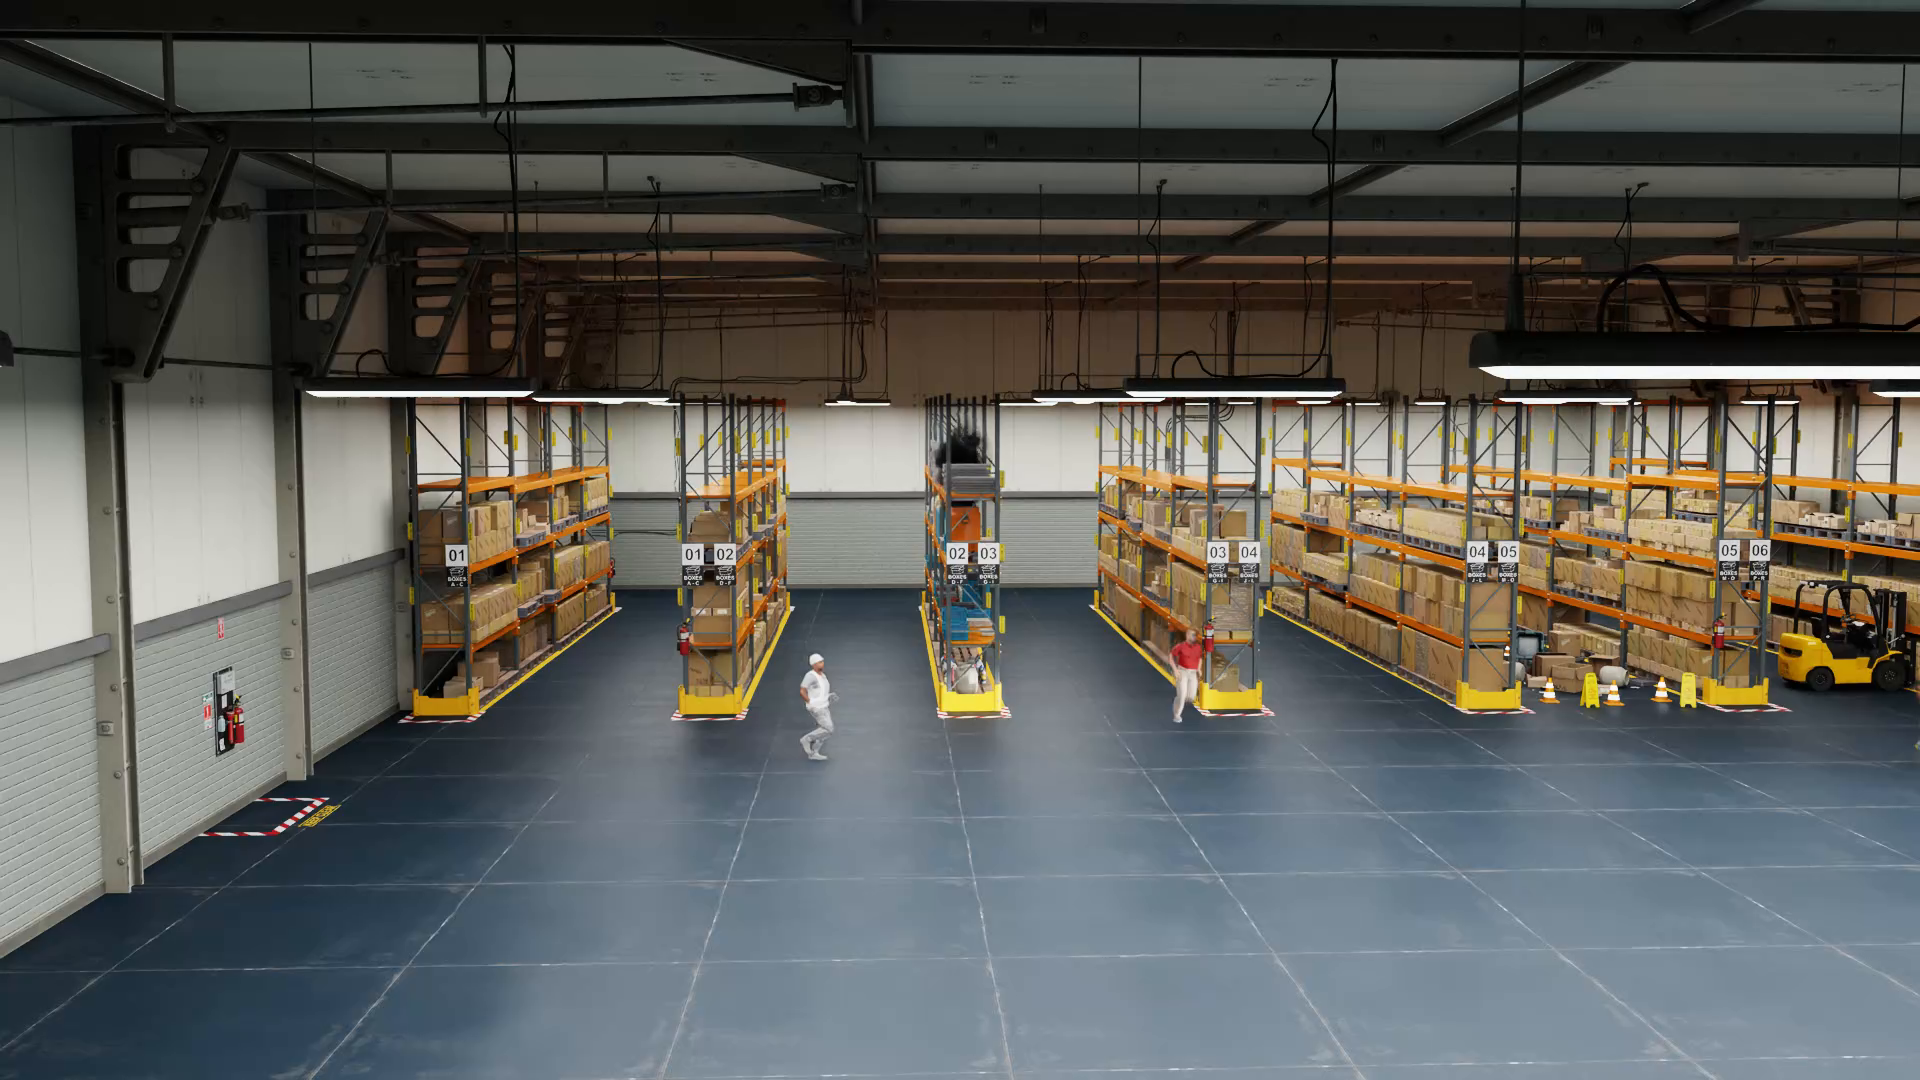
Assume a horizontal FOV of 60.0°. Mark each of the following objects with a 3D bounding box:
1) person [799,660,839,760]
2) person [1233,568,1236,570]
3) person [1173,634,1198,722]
[{"bbox_3d":[-2.284,2.736,27.048,0.592,1.698,0.683,1,5,12],"label":"person"},{"bbox_3d":[7.691,1.097,48.092,0.685,1.646,0.890,3,5,34],"label":"person"},{"bbox_3d":[4.116,2.515,30.646,0.503,1.594,0.596,-2,5,-21],"label":"person"}]
